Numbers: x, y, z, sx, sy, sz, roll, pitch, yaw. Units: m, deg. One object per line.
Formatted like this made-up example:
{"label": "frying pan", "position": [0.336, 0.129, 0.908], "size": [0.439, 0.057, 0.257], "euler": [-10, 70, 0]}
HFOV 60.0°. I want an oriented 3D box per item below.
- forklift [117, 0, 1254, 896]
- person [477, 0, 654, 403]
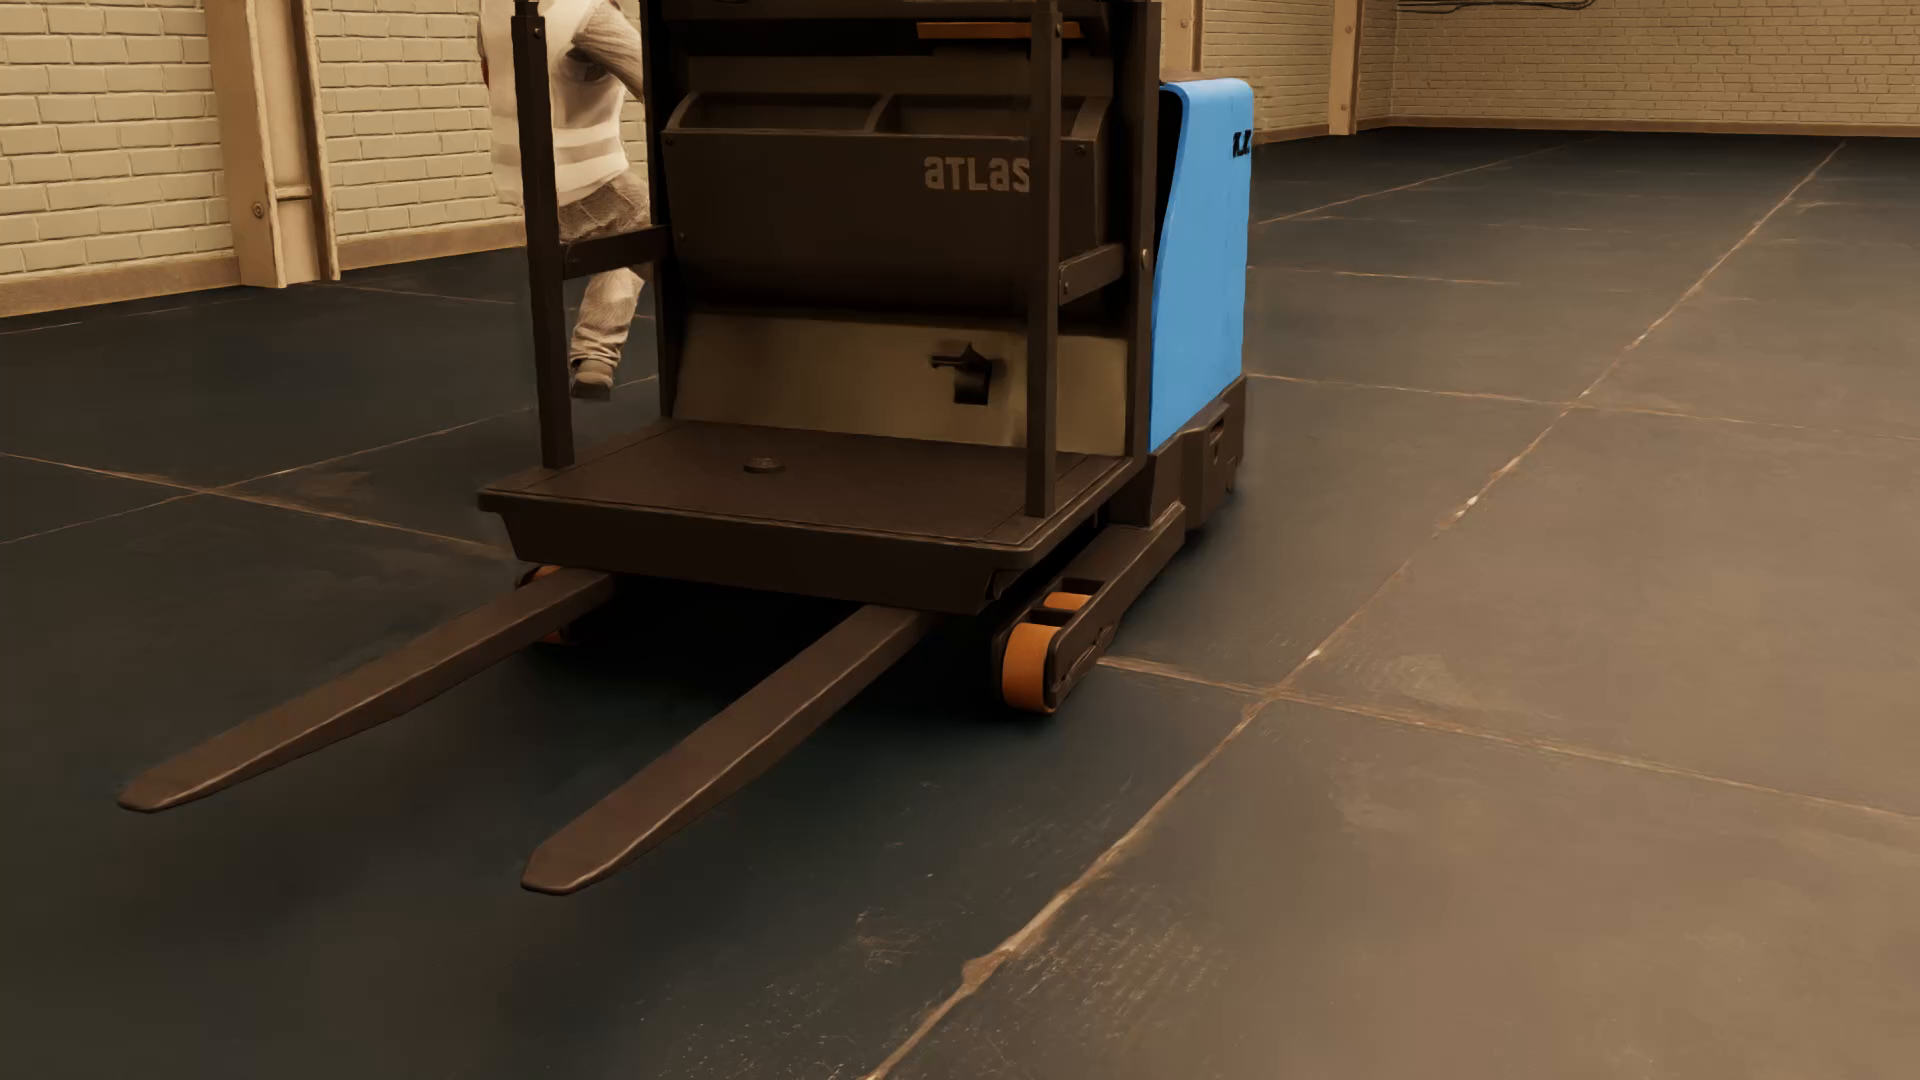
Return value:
{"label": "forklift", "position": [-0.230, -1.225, 3.010], "size": [1.130, 2.935, 3.031], "euler": [6, 17, 20]}
{"label": "person", "position": [-0.973, -1.072, 4.782], "size": [0.681, 1.644, 0.809], "euler": [-15, 22, -42]}
